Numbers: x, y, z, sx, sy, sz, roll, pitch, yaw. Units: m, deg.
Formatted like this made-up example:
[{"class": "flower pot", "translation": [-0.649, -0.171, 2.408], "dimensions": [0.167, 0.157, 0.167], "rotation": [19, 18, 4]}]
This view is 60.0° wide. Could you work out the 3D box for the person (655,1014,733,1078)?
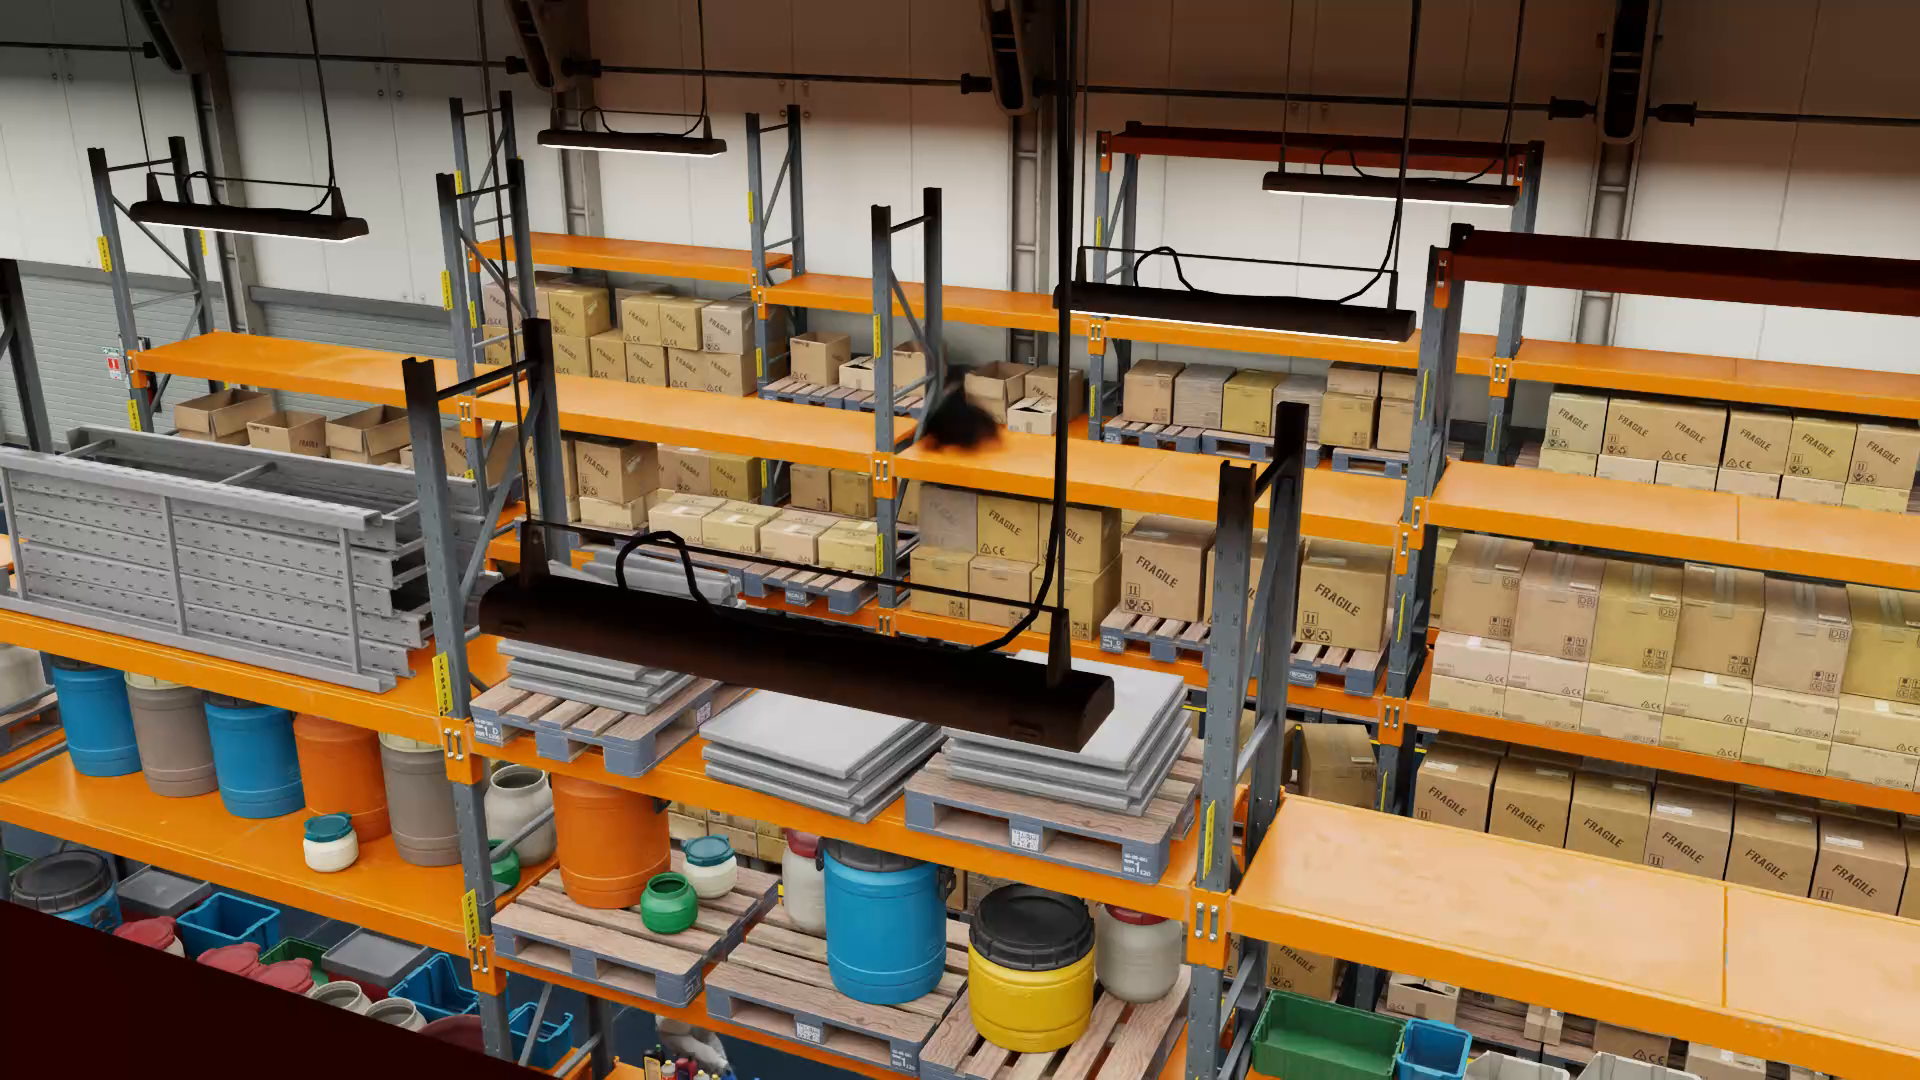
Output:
[{"class": "person", "translation": [-1.900, 3.194, 11.725], "dimensions": [0.692, 1.735, 0.740], "rotation": [13, 24, 31]}]
